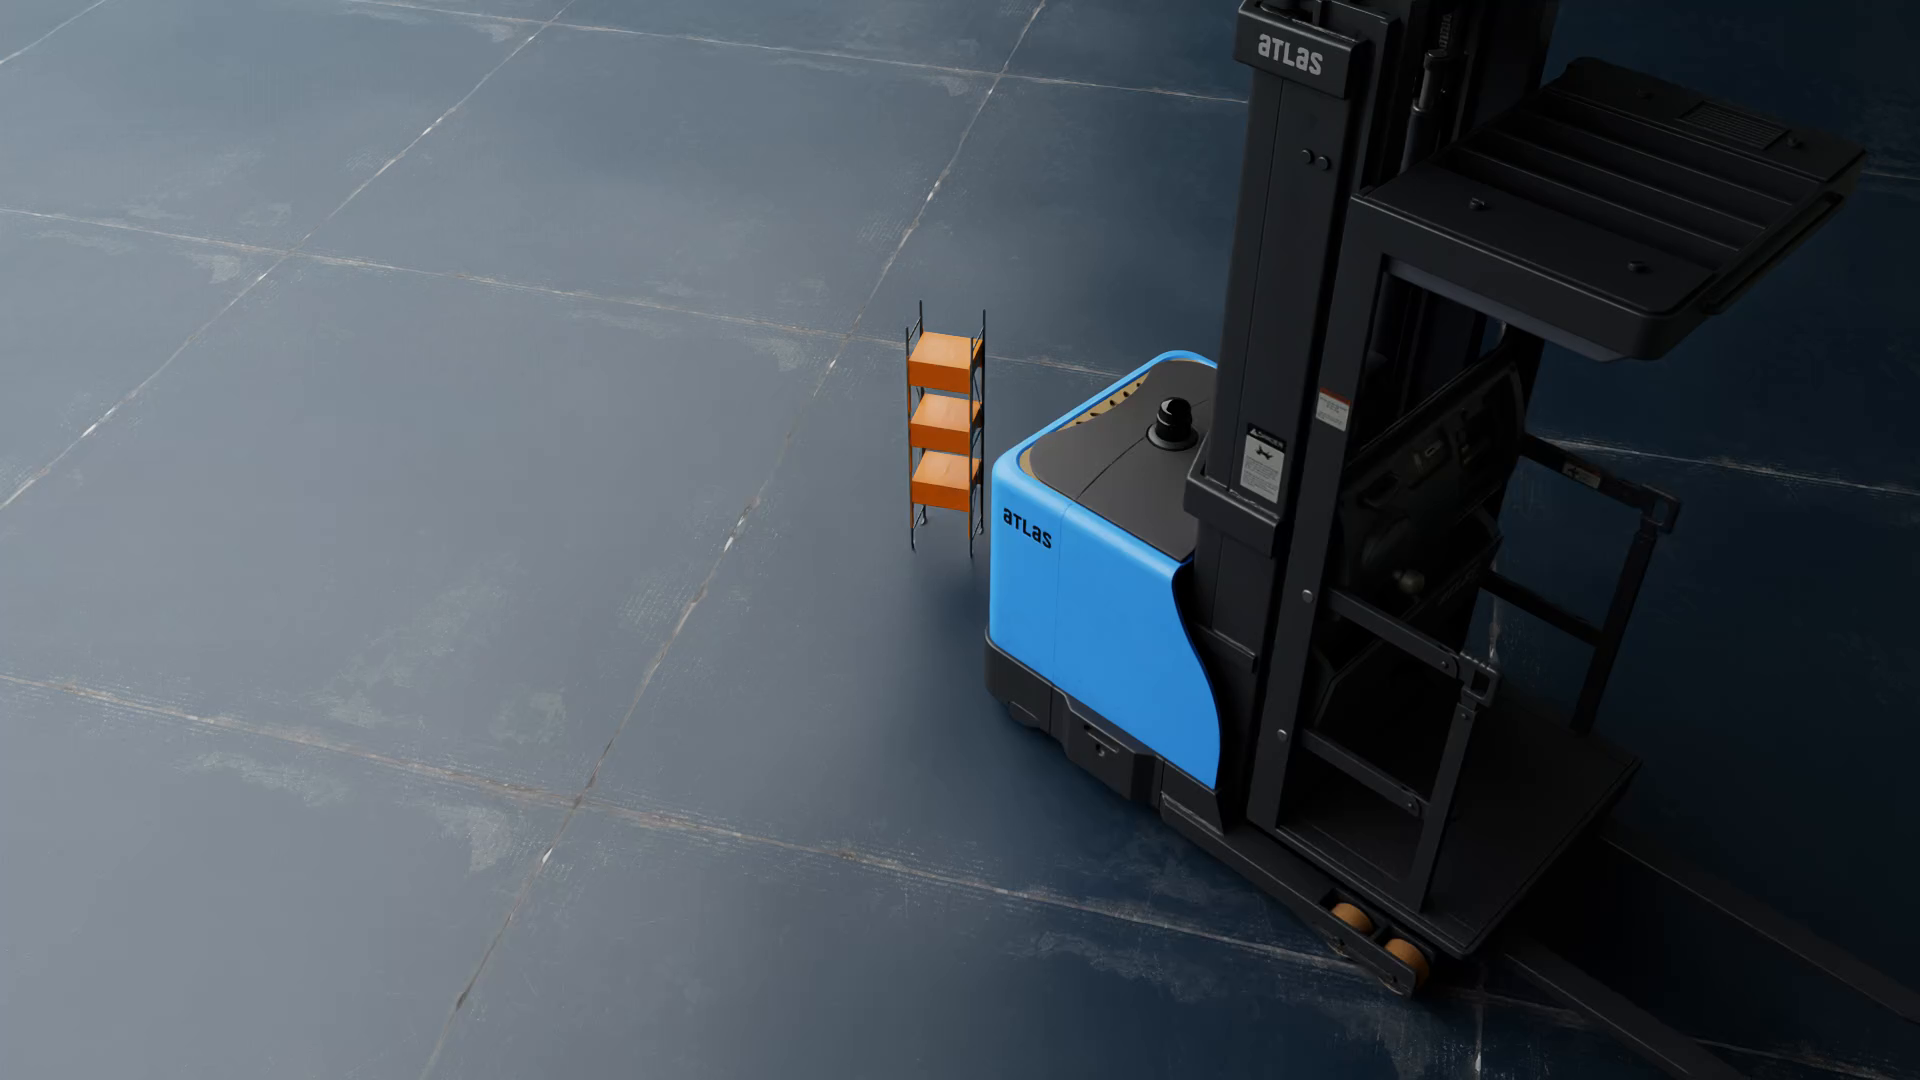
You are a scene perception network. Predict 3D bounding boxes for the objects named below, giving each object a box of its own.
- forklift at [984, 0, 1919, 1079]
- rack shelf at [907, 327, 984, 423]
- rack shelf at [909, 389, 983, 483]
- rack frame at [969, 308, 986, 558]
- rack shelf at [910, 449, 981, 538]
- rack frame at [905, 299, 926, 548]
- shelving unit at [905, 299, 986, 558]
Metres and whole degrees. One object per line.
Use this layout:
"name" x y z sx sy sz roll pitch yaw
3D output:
"forklift" 1.494 -0.115 4.608 3.031 2.935 1.130 32 50 32
"rack shelf" -0.052 -0.620 6.247 0.240 0.259 0.215 10 41 11
"rack shelf" -0.052 -0.403 6.430 0.240 0.259 0.215 10 41 11
"rack frame" 0.066 -0.391 6.399 0.008 1.050 0.200 10 41 11
"rack shelf" -0.052 -0.190 6.609 0.240 0.259 0.215 10 41 11
"rack frame" -0.170 -0.431 6.447 0.008 1.050 0.200 10 41 11
"shelving unit" -0.052 -0.411 6.423 0.252 1.050 0.215 10 41 11
